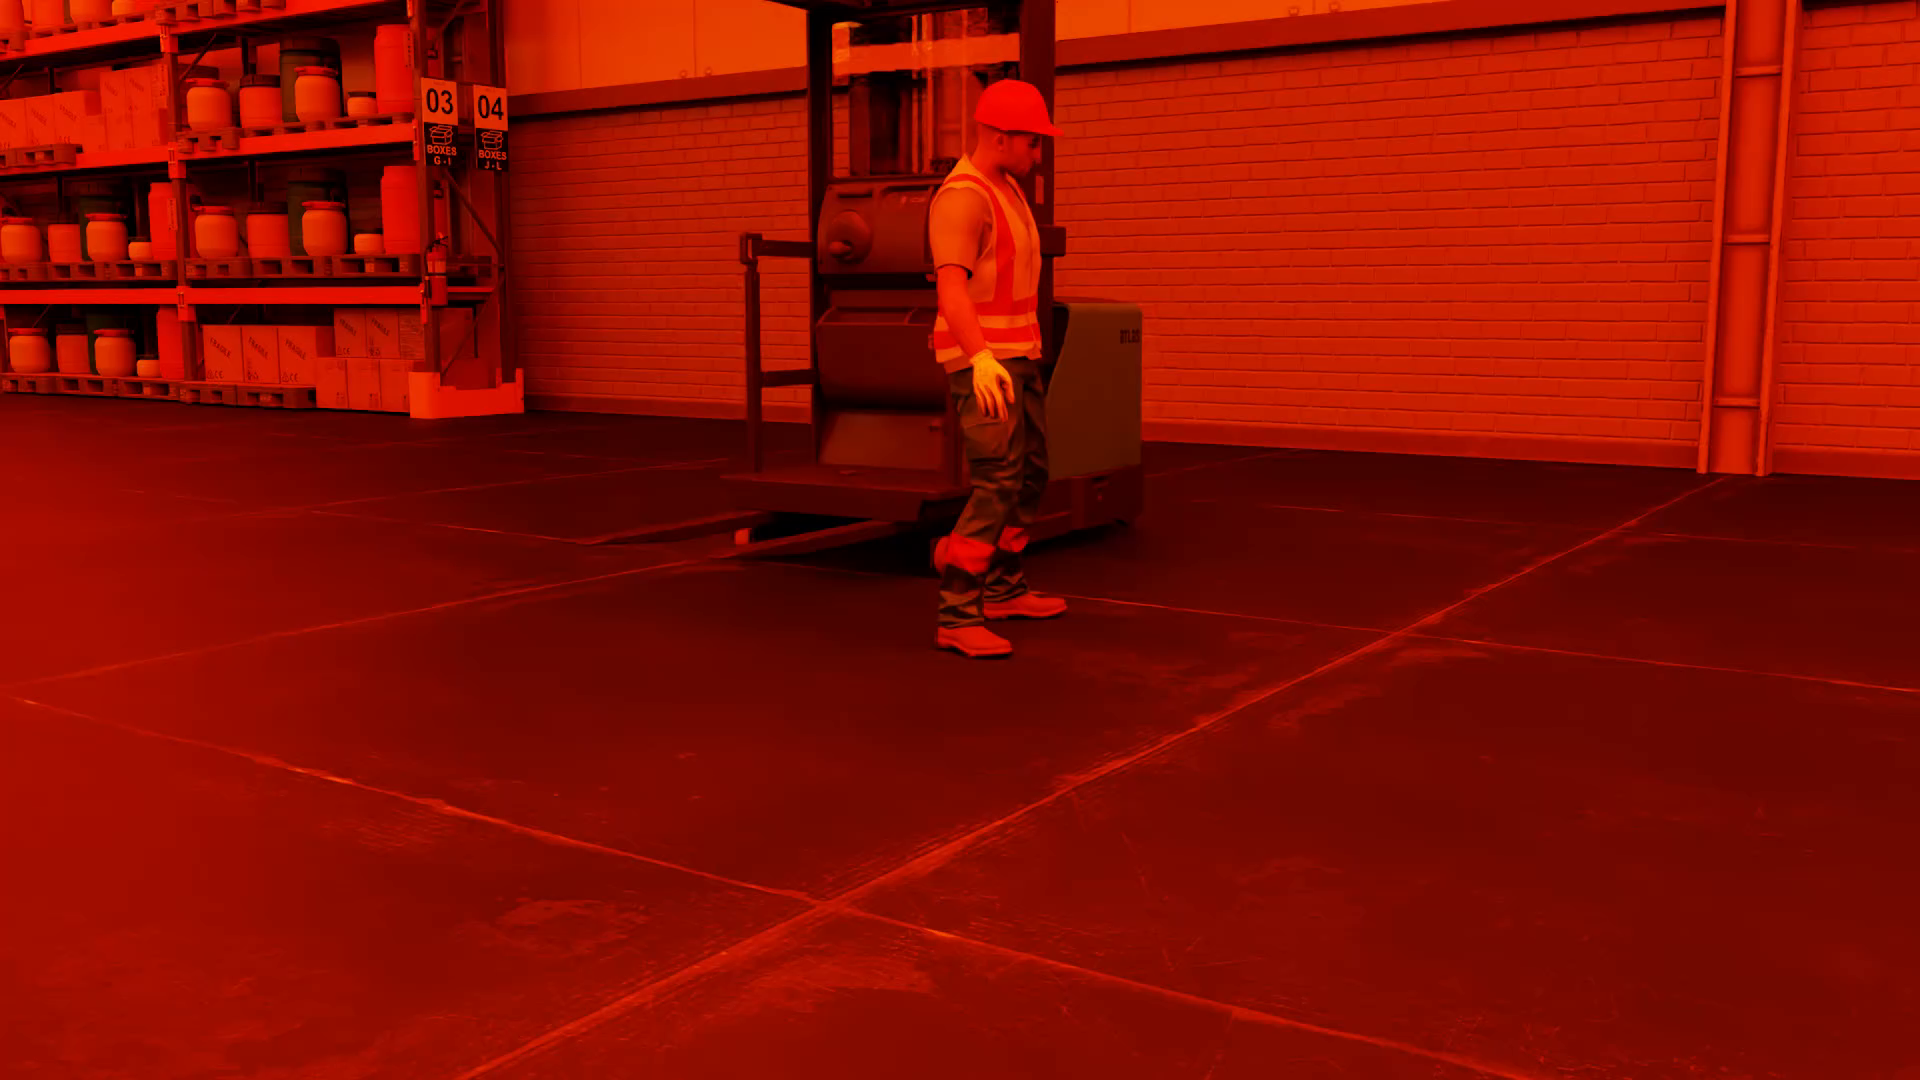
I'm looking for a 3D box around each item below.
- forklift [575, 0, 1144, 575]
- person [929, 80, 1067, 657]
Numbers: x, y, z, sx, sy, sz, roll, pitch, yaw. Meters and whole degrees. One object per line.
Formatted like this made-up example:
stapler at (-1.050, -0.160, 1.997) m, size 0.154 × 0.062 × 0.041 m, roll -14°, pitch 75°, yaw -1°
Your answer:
forklift at (-0.310, -1.377, 6.875) m, size 1.130 × 2.935 × 3.031 m, roll 5°, pitch 9°, yaw 31°
person at (0.132, -0.548, 5.267) m, size 0.412 × 1.743 × 0.892 m, roll 3°, pitch 8°, yaw 17°
